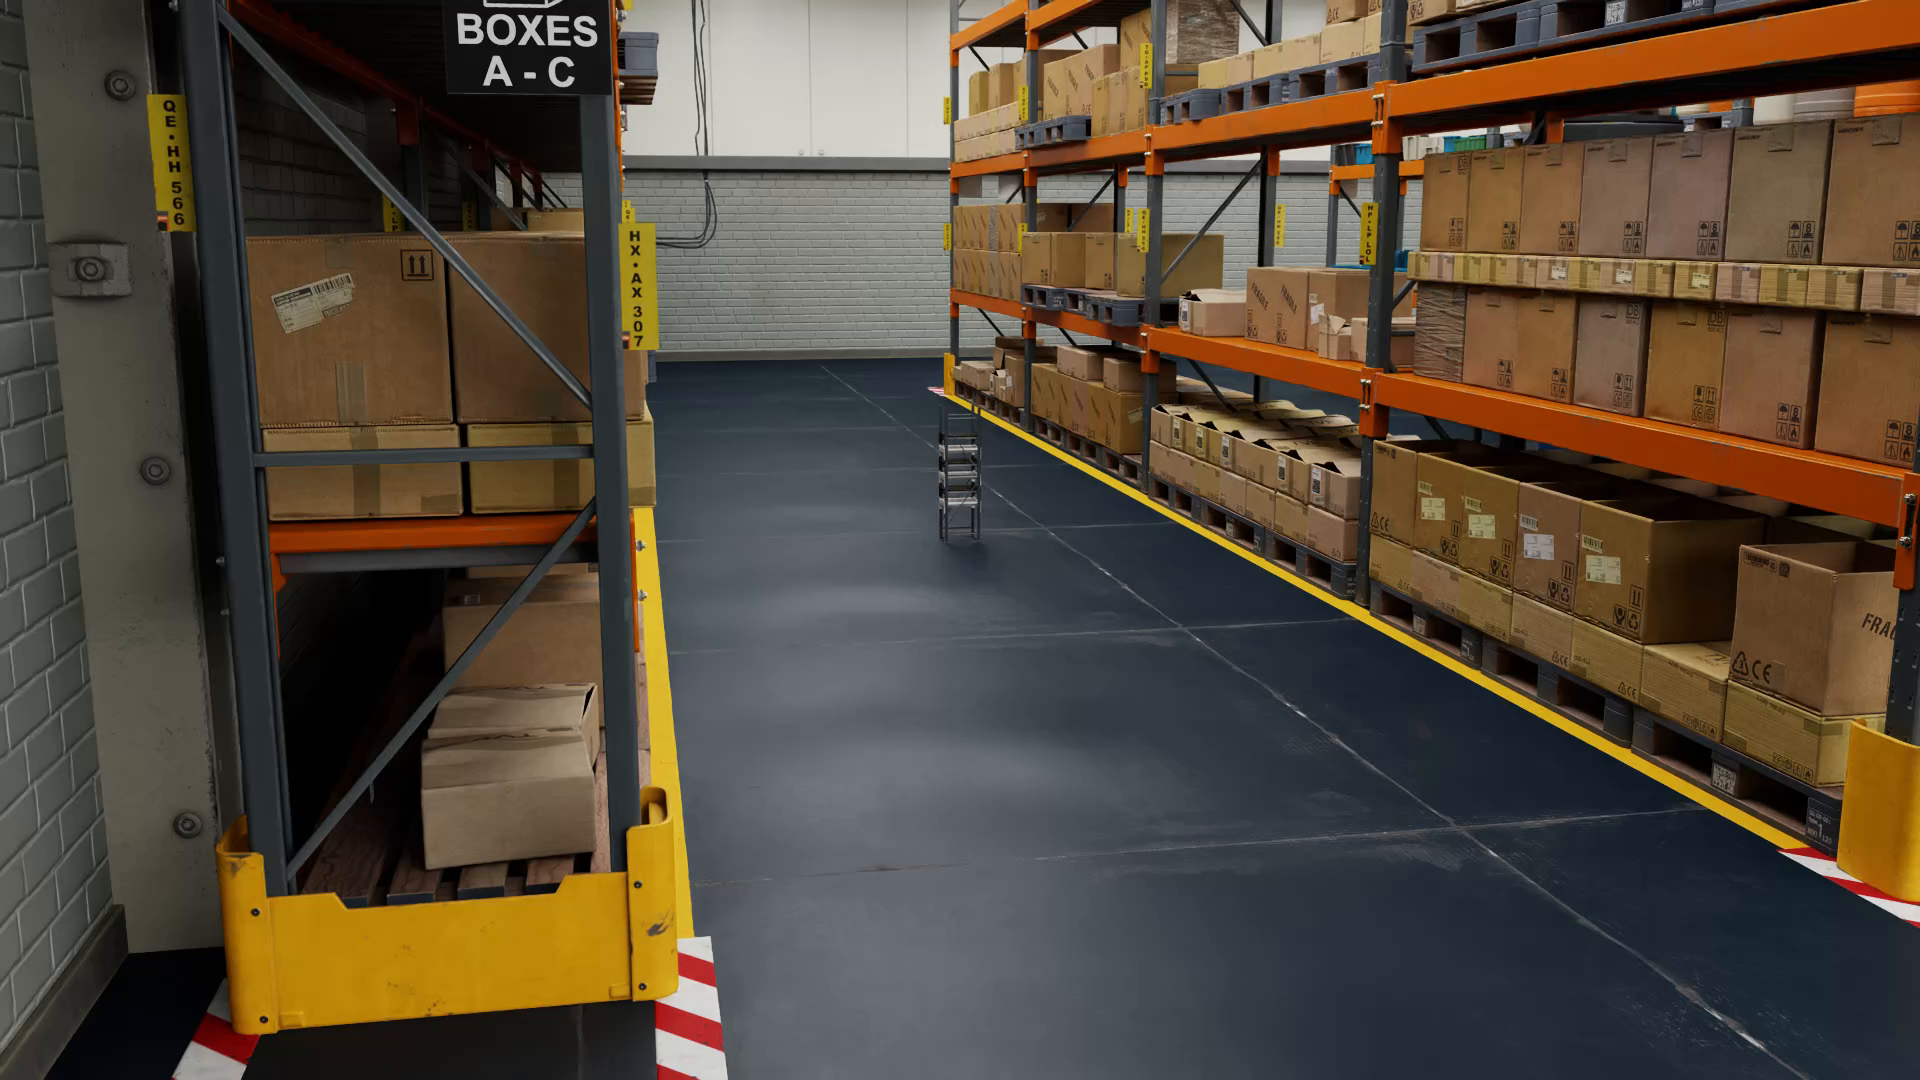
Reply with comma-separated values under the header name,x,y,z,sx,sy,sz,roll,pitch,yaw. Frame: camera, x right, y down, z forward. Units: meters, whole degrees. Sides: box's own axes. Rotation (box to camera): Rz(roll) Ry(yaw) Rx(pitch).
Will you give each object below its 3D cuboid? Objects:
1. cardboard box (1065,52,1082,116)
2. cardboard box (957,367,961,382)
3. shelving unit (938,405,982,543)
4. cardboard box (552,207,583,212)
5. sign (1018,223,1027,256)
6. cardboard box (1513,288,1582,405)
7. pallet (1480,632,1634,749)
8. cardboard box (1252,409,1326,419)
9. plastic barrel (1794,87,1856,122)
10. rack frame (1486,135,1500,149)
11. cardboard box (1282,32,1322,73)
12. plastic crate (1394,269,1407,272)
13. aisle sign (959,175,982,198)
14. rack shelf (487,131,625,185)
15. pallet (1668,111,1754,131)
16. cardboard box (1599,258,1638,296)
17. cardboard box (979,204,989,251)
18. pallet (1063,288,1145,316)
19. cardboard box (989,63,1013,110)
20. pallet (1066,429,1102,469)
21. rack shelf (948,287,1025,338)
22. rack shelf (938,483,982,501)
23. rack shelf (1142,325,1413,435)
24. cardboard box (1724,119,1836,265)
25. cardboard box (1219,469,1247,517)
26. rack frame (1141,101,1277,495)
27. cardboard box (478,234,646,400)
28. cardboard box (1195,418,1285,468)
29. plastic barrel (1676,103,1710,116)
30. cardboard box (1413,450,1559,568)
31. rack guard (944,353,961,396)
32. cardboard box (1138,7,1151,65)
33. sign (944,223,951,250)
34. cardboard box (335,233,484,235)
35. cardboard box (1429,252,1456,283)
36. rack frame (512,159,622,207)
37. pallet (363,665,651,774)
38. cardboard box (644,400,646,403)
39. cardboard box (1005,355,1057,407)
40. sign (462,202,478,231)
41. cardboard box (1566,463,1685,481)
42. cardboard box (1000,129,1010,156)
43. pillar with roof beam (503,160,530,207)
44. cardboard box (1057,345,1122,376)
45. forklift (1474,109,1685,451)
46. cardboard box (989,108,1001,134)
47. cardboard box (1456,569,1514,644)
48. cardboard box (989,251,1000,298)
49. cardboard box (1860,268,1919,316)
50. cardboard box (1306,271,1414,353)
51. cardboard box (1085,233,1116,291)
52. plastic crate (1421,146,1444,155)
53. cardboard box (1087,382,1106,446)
name,x,y,z,sx,sy,sz,roll,pitch,yaw
cardboard box,1.336,-4.153,15.315,0.600,0.600,0.600,-2,11,-12
cardboard box,0.173,-2.015,20.161,0.380,0.166,0.250,-2,11,-11
shelving unit,-0.002,-0.444,11.120,0.258,0.900,0.210,-2,11,-11
cardboard box,-2.764,-2.349,12.394,0.500,0.250,0.500,-2,11,-10
sign,0.627,-2.996,16.601,0.100,0.325,0.005,-2,11,-11
cardboard box,3.009,-0.904,7.657,0.700,0.500,0.500,-2,11,-10
pallet,3.068,0.616,7.393,1.003,0.211,1.213,-2,11,-11
cardboard box,2.387,-0.807,12.147,0.500,0.311,0.500,-2,11,-12
plastic barrel,6.742,-3.599,12.721,0.600,0.901,0.600,0,11,0
rack frame,6.017,-2.772,17.736,1.000,3.000,0.127,-2,11,-11
cardboard box,2.402,-3.084,10.633,0.500,0.250,0.500,-3,11,-16
plastic crate,5.279,-3.099,19.741,0.416,0.233,0.300,-2,11,-11
aisle sign,0.079,-4.605,20.414,0.394,0.787,0.004,-2,11,-11
rack shelf,-3.312,-3.165,13.703,1.077,0.370,4.000,-2,11,-11
pallet,6.742,-3.563,14.374,1.003,0.211,1.213,-2,11,-11
cardboard box,2.927,-1.107,6.986,0.380,0.149,0.250,-2,11,-12
cardboard box,0.509,-3.494,18.592,0.500,0.500,0.500,-2,11,-12
pallet,1.553,-2.121,14.830,1.003,0.211,1.213,-2,11,-11
cardboard box,0.718,-4.968,18.313,0.700,0.500,0.500,-2,11,-11
pallet,1.594,-0.850,15.099,1.003,0.211,1.213,-2,11,-11
rack shelf,0.769,-2.606,18.787,1.077,0.370,4.000,-2,11,-11
rack shelf,-0.002,-0.322,11.143,0.258,0.077,0.200,-2,11,-11
rack shelf,2.325,-1.138,11.079,1.077,0.370,4.000,-2,11,-11
cardboard box,3.296,-1.270,6.108,0.700,0.500,0.500,-2,11,-12
cardboard box,2.055,-0.326,11.117,0.500,0.250,0.500,-2,11,-10
rack frame,1.936,-1.859,12.939,1.000,3.000,0.127,-2,11,-11
cardboard box,-1.251,-0.704,5.217,0.500,0.500,0.500,-2,11,-11
cardboard box,1.957,-0.693,11.547,0.500,0.311,0.500,-2,11,-13
plastic barrel,6.443,-3.841,14.580,0.301,0.262,0.301,0,11,0
cardboard box,2.602,-0.161,8.245,0.500,0.500,0.500,-2,11,-11
rack guard,0.395,-2.084,20.808,1.175,0.500,0.348,-2,11,-11
cardboard box,1.758,-4.046,13.468,0.500,0.500,0.500,-2,11,-11
sign,-0.152,-3.731,20.463,0.100,0.325,0.005,-2,11,-11
cardboard box,-1.860,-0.781,5.620,0.500,0.500,0.500,-2,11,-13
cardboard box,2.625,-1.390,8.476,0.380,0.149,0.250,-2,11,-10
rack frame,-3.700,-2.411,15.843,1.000,3.000,0.127,-2,11,-11
pallet,-1.739,0.772,6.576,1.003,0.211,1.213,-2,11,-11
cardboard box,-1.265,-0.342,5.320,0.500,0.250,0.500,-2,11,-13
cardboard box,0.769,-1.674,17.480,0.500,0.500,0.500,-2,11,-11
sign,-3.466,-2.226,11.771,0.100,0.325,0.005,-2,11,-11
cardboard box,3.205,-0.088,7.862,0.500,0.500,0.500,-2,11,-11
cardboard box,0.716,-4.164,17.428,0.500,0.250,0.500,-2,11,-11
pillar with roof beam,-1.629,-6.712,22.395,9.100,9.000,0.400,-2,11,-11
cardboard box,1.207,-1.668,15.439,0.500,0.250,0.500,-2,11,-11
forklift,4.627,-1.794,12.781,1.130,2.935,3.031,-2,11,-8
cardboard box,0.608,-4.501,17.861,0.500,0.250,0.500,-2,11,-11
cardboard box,2.691,0.299,7.832,0.500,0.250,0.500,-2,11,-11
cardboard box,0.605,-2.912,18.207,0.500,0.500,0.500,-2,11,-10
cardboard box,3.231,-0.822,5.492,0.380,0.149,0.250,-2,11,-12
cardboard box,2.478,-1.412,10.326,0.500,0.500,0.500,-1,11,-7
cardboard box,1.562,-2.526,15.054,0.700,0.500,0.500,-5,12,-25
plastic crate,5.397,-4.335,18.633,0.293,0.136,0.466,-2,11,-11
cardboard box,1.423,-1.105,14.486,0.500,0.500,0.500,-3,11,-13
